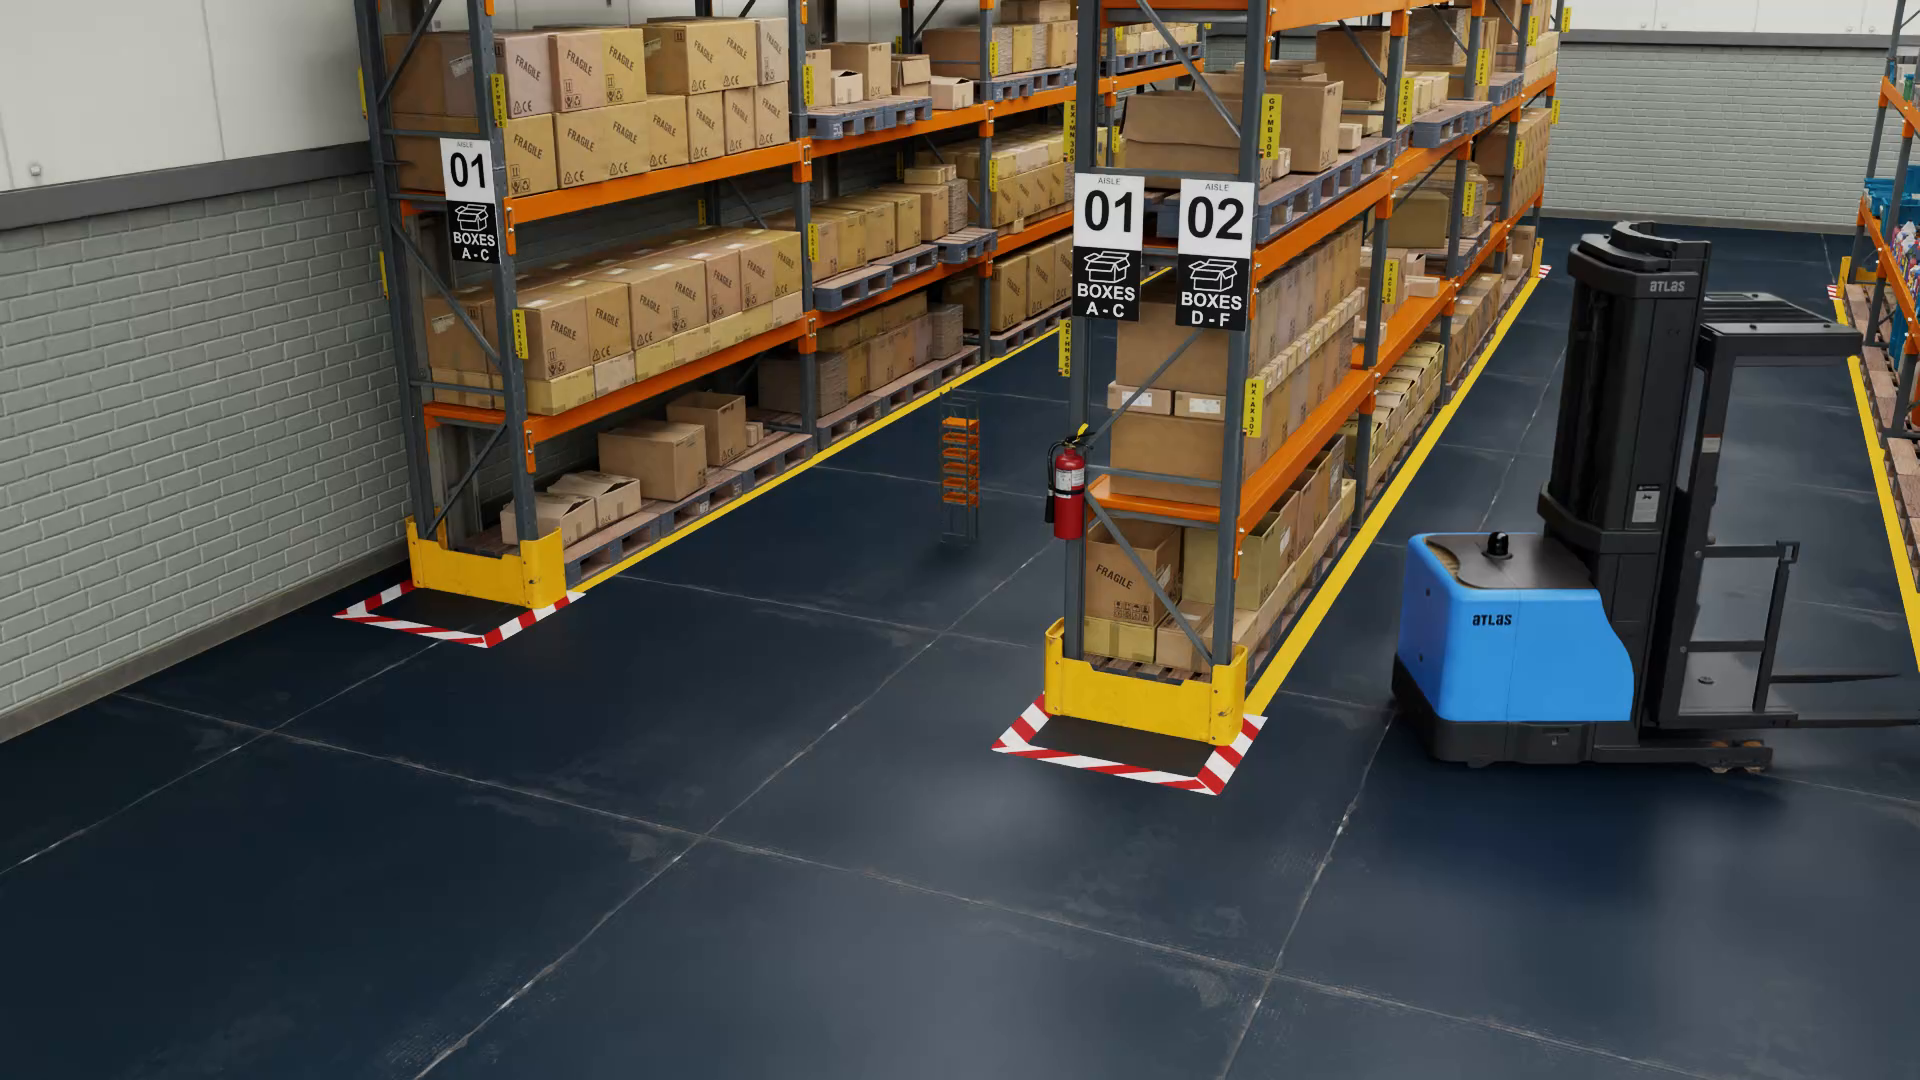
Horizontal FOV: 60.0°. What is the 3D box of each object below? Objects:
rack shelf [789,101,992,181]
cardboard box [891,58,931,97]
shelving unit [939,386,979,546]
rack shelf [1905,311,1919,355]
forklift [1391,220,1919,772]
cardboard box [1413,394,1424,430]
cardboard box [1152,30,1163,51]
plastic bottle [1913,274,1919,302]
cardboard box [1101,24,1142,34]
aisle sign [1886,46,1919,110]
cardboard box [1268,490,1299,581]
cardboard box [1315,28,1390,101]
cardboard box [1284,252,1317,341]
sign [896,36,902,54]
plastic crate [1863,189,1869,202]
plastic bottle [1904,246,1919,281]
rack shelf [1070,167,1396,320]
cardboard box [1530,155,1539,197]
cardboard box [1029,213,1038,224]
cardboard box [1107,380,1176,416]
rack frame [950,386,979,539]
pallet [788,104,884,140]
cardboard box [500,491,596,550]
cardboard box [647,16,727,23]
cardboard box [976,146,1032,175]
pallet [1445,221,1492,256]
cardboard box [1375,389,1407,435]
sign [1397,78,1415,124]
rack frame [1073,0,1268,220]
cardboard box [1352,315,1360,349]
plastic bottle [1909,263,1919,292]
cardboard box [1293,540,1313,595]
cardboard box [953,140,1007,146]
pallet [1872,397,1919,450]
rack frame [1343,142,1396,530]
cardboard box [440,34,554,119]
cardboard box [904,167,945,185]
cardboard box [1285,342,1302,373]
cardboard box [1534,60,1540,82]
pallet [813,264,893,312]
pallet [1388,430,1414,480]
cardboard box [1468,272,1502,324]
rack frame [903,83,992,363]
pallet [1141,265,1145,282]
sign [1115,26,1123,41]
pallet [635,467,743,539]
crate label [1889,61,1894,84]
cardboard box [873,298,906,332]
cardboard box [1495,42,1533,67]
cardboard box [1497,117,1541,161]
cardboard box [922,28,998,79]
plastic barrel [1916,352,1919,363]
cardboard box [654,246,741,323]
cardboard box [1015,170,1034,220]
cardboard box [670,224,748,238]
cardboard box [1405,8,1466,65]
[{"bbox_3d":[-0.962,-3.942,16.173,1.077,0.370,4.000,9,21,23],"label":"rack shelf"},{"bbox_3d":[-0.758,-4.567,16.672,0.797,0.503,0.637,12,23,30],"label":"cardboard box"},{"bbox_3d":[-0.006,-0.561,12.755,0.258,1.200,0.189,9,21,23],"label":"shelving unit"},{"bbox_3d":[8.077,-1.169,12.853,1.077,0.370,4.000,9,21,23],"label":"rack shelf"},{"bbox_3d":[4.160,-0.260,9.325,3.031,2.935,1.130,0,20,-1],"label":"forklift"},{"bbox_3d":[3.969,-1.197,15.334,0.500,0.250,0.500,9,22,24],"label":"cardboard box"},{"bbox_3d":[2.444,-6.776,22.516,0.500,0.250,0.500,8,21,21],"label":"cardboard box"},{"bbox_3d":[8.767,-2.317,15.182,0.061,0.283,0.133,9,21,23],"label":"plastic bottle"},{"bbox_3d":[2.043,-6.822,21.527,0.500,0.500,0.500,8,21,22],"label":"cardboard box"},{"bbox_3d":[11.930,-5.853,21.069,0.394,0.787,0.004,9,21,23],"label":"aisle sign"},{"bbox_3d":[1.921,-0.051,10.995,0.500,0.500,0.500,9,21,23],"label":"cardboard box"},{"bbox_3d":[3.029,-3.654,12.769,0.500,0.500,0.500,9,21,23],"label":"cardboard box"},{"bbox_3d":[1.948,-1.639,11.016,0.700,0.500,0.500,9,21,23],"label":"cardboard box"},{"bbox_3d":[-0.646,-5.252,17.893,0.100,0.325,0.005,9,21,23],"label":"sign"},{"bbox_3d":[11.563,-4.352,21.033,0.250,0.136,0.298,9,21,23],"label":"plastic crate"},{"bbox_3d":[9.243,-2.671,16.075,0.144,0.351,0.185,9,21,23],"label":"plastic bottle"},{"bbox_3d":[1.921,-2.040,10.826,1.077,0.370,4.000,9,21,23],"label":"rack shelf"},{"bbox_3d":[7.301,-4.808,21.862,0.500,0.500,0.500,9,21,23],"label":"cardboard box"},{"bbox_3d":[0.705,-3.836,19.623,0.380,0.149,0.250,9,21,24],"label":"cardboard box"},{"bbox_3d":[1.085,-0.850,9.766,0.380,0.149,0.250,8,21,22],"label":"cardboard box"},{"bbox_3d":[0.032,-0.589,12.834,0.240,1.200,0.006,9,21,23],"label":"rack frame"},{"bbox_3d":[-1.431,-3.755,14.854,1.213,0.211,1.003,9,21,23],"label":"pallet"},{"bbox_3d":[-3.053,-0.173,12.334,0.500,0.311,0.500,6,20,17],"label":"cardboard box"},{"bbox_3d":[-2.242,-4.086,13.835,0.500,0.500,0.500,9,21,24],"label":"cardboard box"},{"bbox_3d":[0.498,-4.297,18.832,0.500,0.250,0.500,8,21,22],"label":"cardboard box"},{"bbox_3d":[5.170,-3.305,18.072,1.003,0.211,1.213,9,21,23],"label":"pallet"},{"bbox_3d":[3.557,-1.147,14.357,0.500,0.311,0.500,8,21,21],"label":"cardboard box"},{"bbox_3d":[3.247,-3.196,12.112,0.100,0.325,0.005,9,21,23],"label":"sign"},{"bbox_3d":[1.102,-3.181,8.484,1.000,3.000,0.127,9,21,23],"label":"rack frame"},{"bbox_3d":[2.902,-1.663,13.393,0.500,0.250,0.500,10,22,26],"label":"cardboard box"},{"bbox_3d":[8.990,-2.463,15.611,0.097,0.271,0.097,0,20,0],"label":"plastic bottle"},{"bbox_3d":[2.141,0.151,11.544,0.500,0.250,0.500,9,21,23],"label":"cardboard box"},{"bbox_3d":[0.235,-4.517,19.452,0.500,0.250,0.500,8,21,21],"label":"cardboard box"},{"bbox_3d":[9.180,-1.052,15.613,1.003,0.211,1.213,9,21,23],"label":"pallet"},{"bbox_3d":[2.740,-1.577,12.928,1.000,3.000,0.127,9,21,23],"label":"rack frame"},{"bbox_3d":[-3.039,-3.059,10.945,0.500,0.500,0.500,7,21,19],"label":"cardboard box"},{"bbox_3d":[-0.375,-3.829,17.484,0.380,0.149,0.250,5,20,14],"label":"cardboard box"},{"bbox_3d":[1.985,-1.192,10.726,0.380,0.149,0.250,8,21,22],"label":"cardboard box"},{"bbox_3d":[6.856,-5.785,20.507,0.500,0.250,0.500,9,21,23],"label":"cardboard box"},{"bbox_3d":[-1.335,-2.379,15.469,1.003,0.211,1.213,9,21,23],"label":"pallet"},{"bbox_3d":[3.505,-0.868,15.096,1.003,0.211,1.213,9,21,23],"label":"pallet"},{"bbox_3d":[6.076,-2.862,19.615,0.500,0.500,0.500,8,21,22],"label":"cardboard box"},{"bbox_3d":[-0.143,-3.479,18.274,1.000,3.000,0.127,9,21,23],"label":"rack frame"},{"bbox_3d":[1.878,-3.609,22.803,1.003,0.211,1.213,9,21,23],"label":"pallet"},{"bbox_3d":[1.994,-6.435,20.869,0.100,0.325,0.005,9,21,23],"label":"sign"},{"bbox_3d":[-2.522,-0.358,13.660,1.003,0.211,1.213,9,21,23],"label":"pallet"},{"bbox_3d":[11.499,-5.670,20.182,0.408,0.251,0.502,9,21,23],"label":"crate label"},{"bbox_3d":[-0.887,-2.311,16.945,0.500,0.250,0.500,8,21,22],"label":"cardboard box"},{"bbox_3d":[6.442,-5.716,19.565,0.500,0.250,0.500,9,21,23],"label":"cardboard box"},{"bbox_3d":[7.098,-5.119,21.246,0.500,0.500,0.500,9,22,24],"label":"cardboard box"},{"bbox_3d":[0.000,-5.300,18.112,0.700,0.500,0.500,7,21,18],"label":"cardboard box"},{"bbox_3d":[9.543,-1.678,16.183,0.600,0.588,0.708,9,21,23],"label":"plastic barrel"},{"bbox_3d":[-2.107,-2.055,13.346,0.500,0.500,0.500,8,21,21],"label":"cardboard box"},{"bbox_3d":[0.513,-3.948,18.969,0.500,0.500,0.500,9,22,24],"label":"cardboard box"},{"bbox_3d":[-2.164,-2.433,14.408,0.500,0.500,0.500,8,21,21],"label":"cardboard box"},{"bbox_3d":[4.563,-4.864,16.052,0.500,0.500,0.500,9,21,23],"label":"cardboard box"}]
